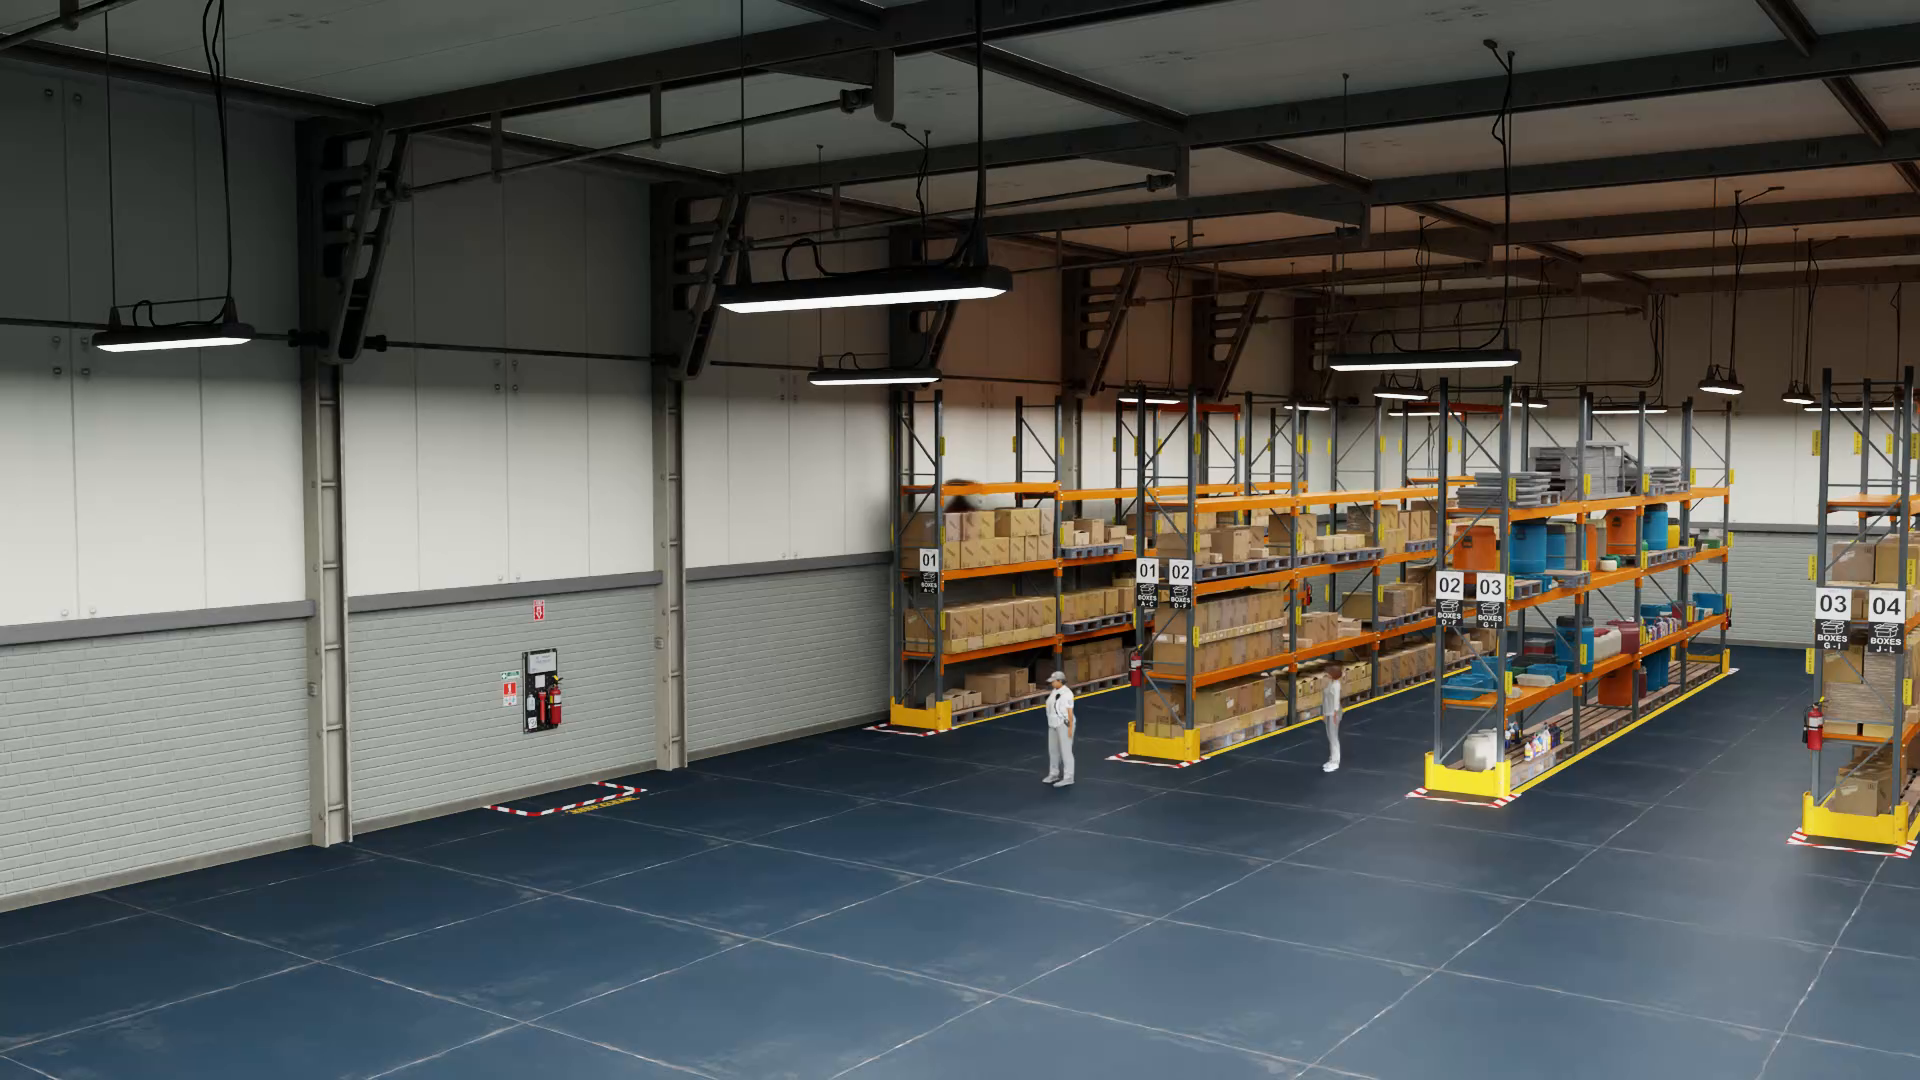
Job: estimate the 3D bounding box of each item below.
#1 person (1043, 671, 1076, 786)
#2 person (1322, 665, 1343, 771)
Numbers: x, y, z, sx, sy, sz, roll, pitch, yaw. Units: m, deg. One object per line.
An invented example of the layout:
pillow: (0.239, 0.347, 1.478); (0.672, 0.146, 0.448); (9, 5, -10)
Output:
person: (1.476, 2.779, 24.679); (0.428, 1.670, 0.528); (-2, 4, -31)
person: (5.763, 2.752, 25.824); (0.379, 1.610, 0.515); (0, 3, -6)
